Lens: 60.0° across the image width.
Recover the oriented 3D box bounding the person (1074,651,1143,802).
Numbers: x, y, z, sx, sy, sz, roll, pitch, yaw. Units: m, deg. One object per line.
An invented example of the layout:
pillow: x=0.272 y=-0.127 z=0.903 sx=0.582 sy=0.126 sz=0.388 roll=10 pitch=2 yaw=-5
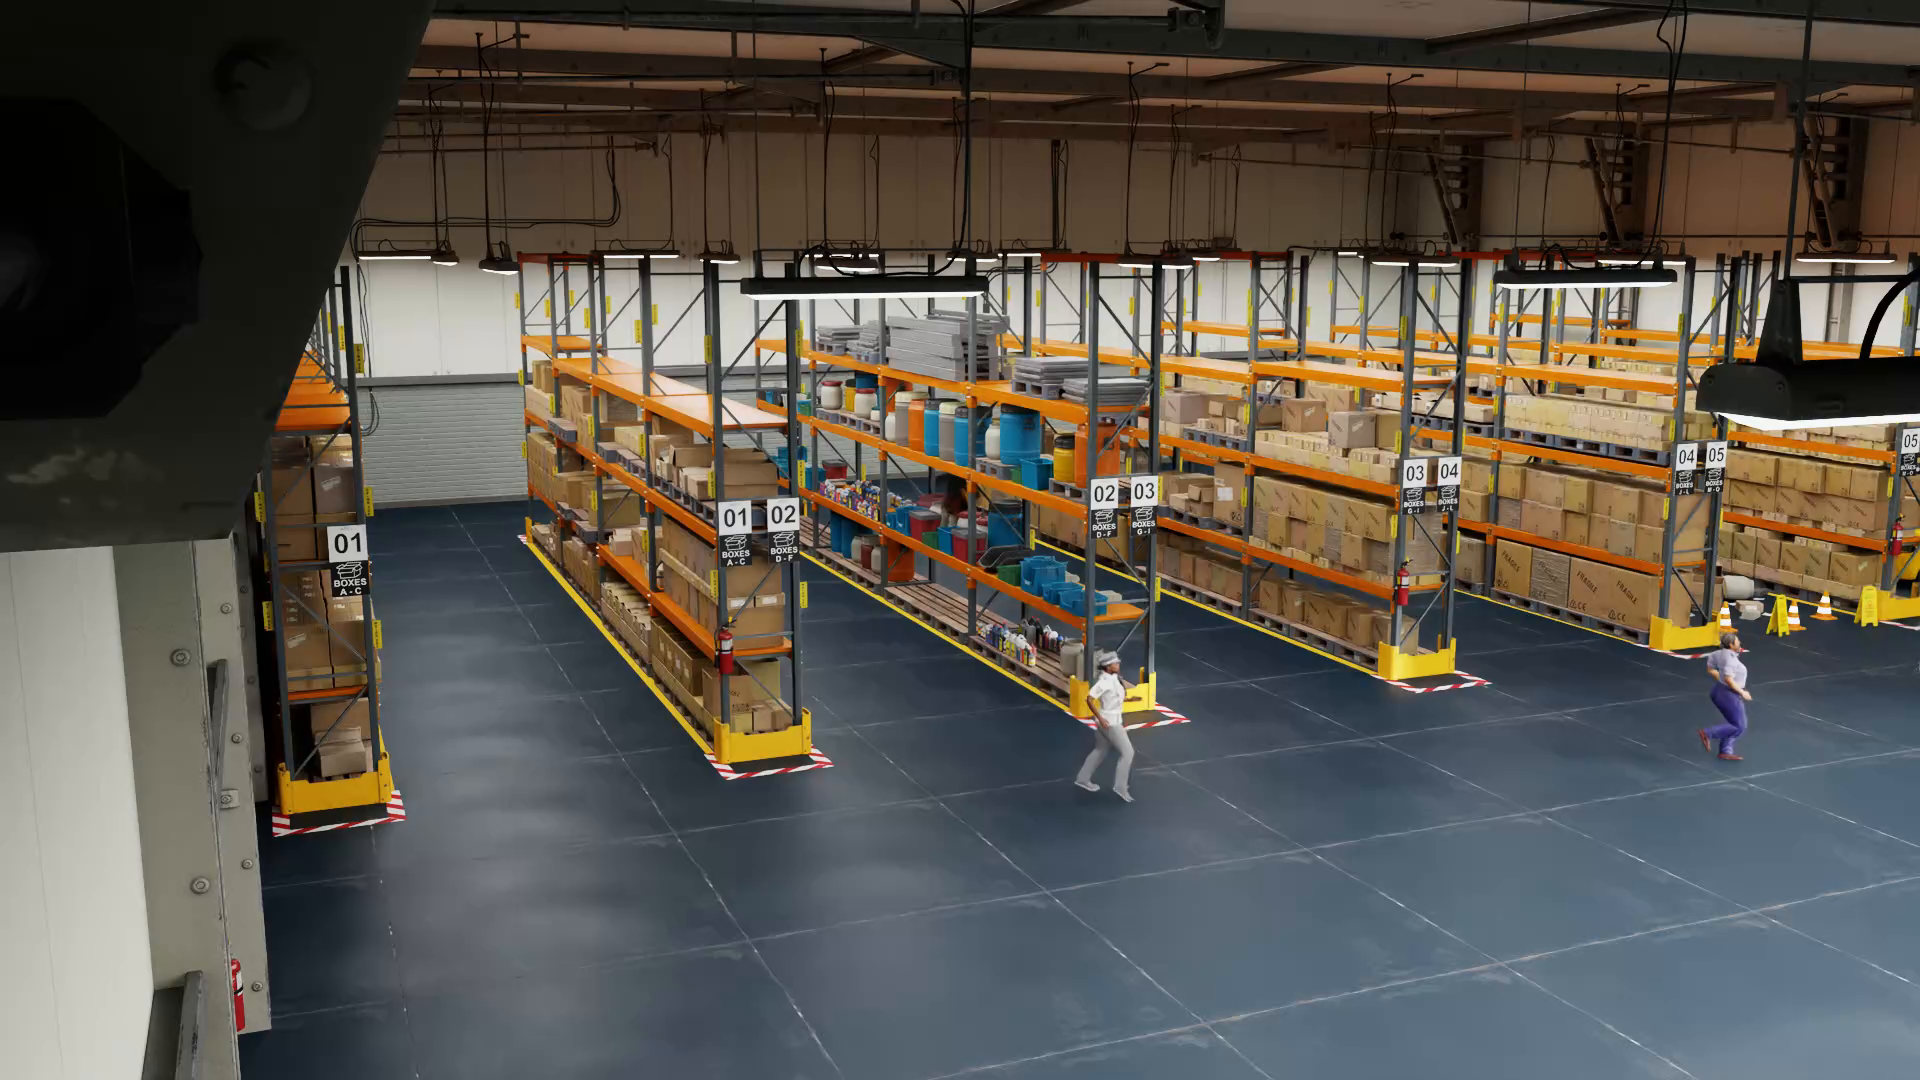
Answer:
person: x=1.683 y=2.110 z=18.843 sx=0.760 sy=1.760 sz=0.548 roll=1 pitch=10 yaw=3

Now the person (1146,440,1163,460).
person: x=4.788 y=-1.963 z=41.234 sx=0.531 sy=1.605 sz=0.661 roll=-6 pitch=12 yaw=-30

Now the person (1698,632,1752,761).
person: x=9.272 y=1.908 z=20.213 sx=0.607 sy=1.608 sz=0.608 roll=0 pitch=10 yaw=2
